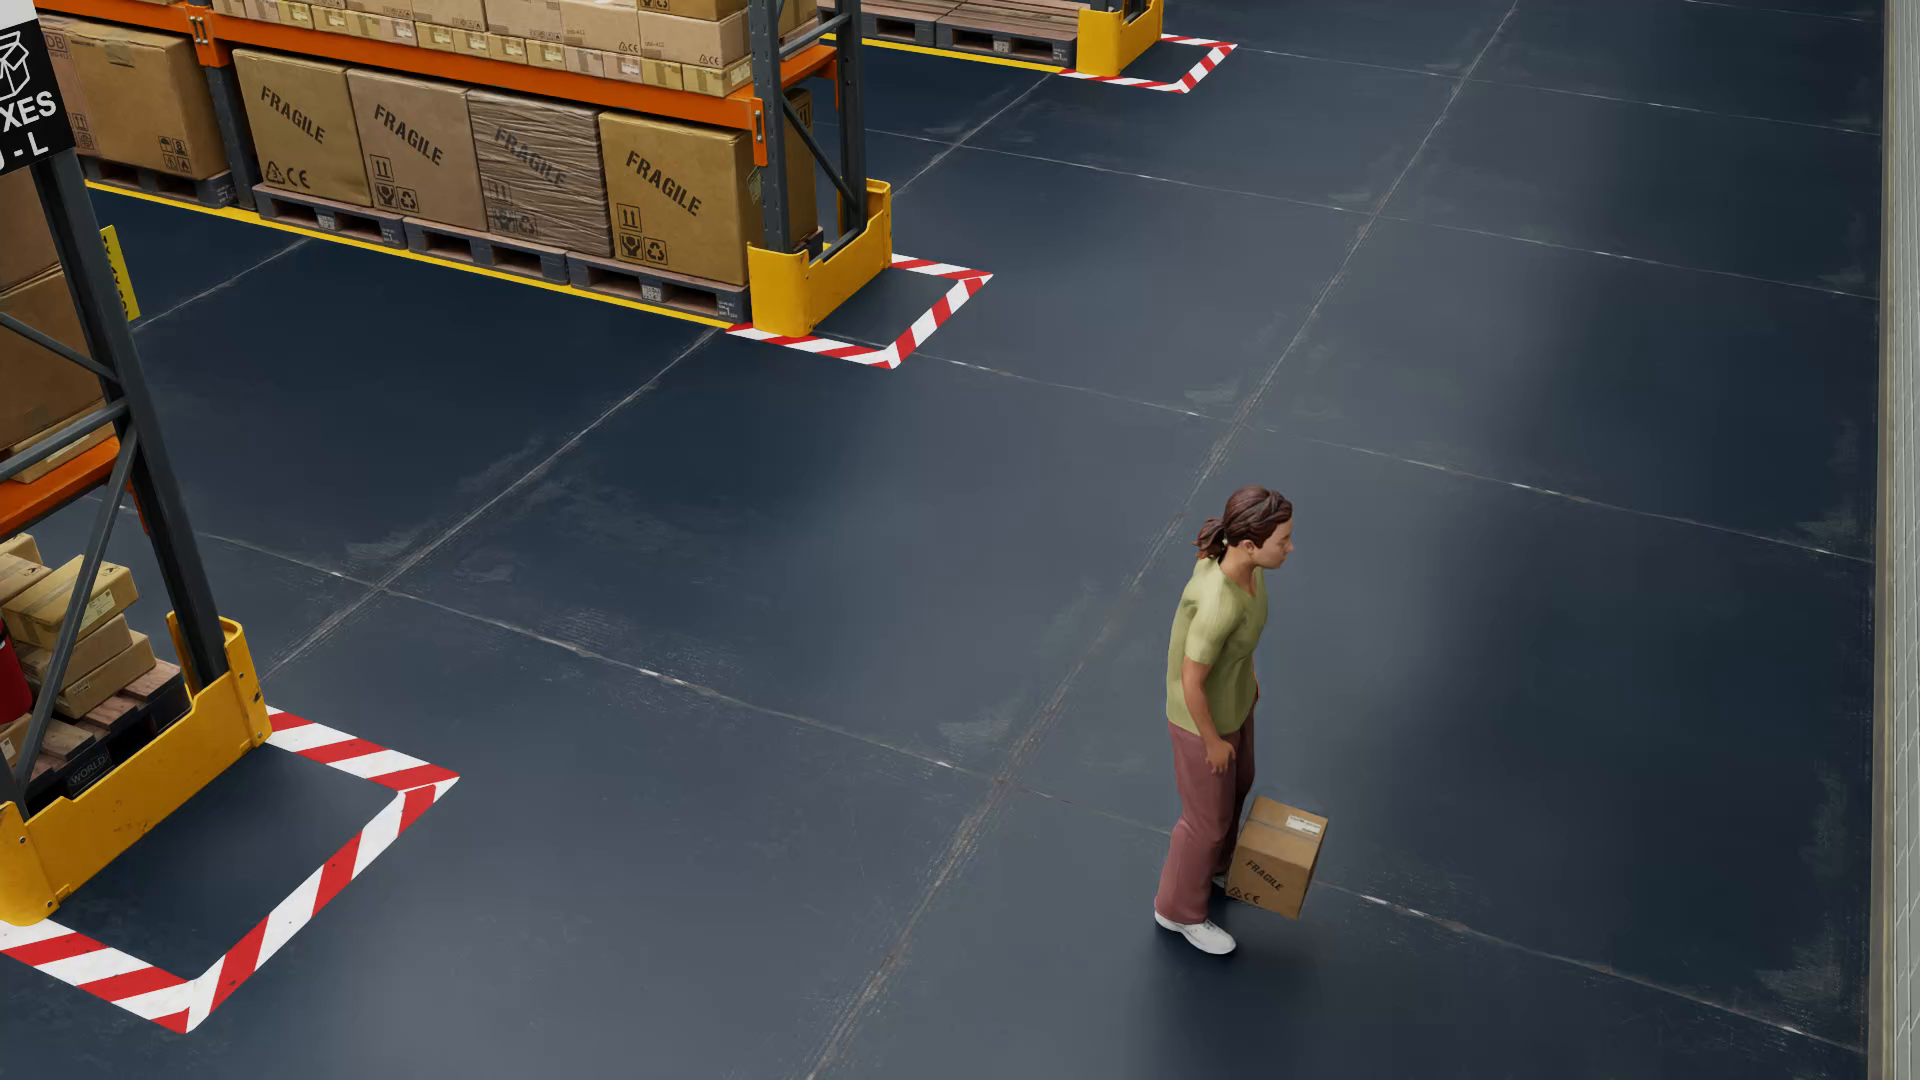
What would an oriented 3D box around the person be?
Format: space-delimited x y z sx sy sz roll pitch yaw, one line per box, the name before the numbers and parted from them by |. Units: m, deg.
person | 0.842 0.550 5.321 0.363 1.674 0.488 13 36 19
